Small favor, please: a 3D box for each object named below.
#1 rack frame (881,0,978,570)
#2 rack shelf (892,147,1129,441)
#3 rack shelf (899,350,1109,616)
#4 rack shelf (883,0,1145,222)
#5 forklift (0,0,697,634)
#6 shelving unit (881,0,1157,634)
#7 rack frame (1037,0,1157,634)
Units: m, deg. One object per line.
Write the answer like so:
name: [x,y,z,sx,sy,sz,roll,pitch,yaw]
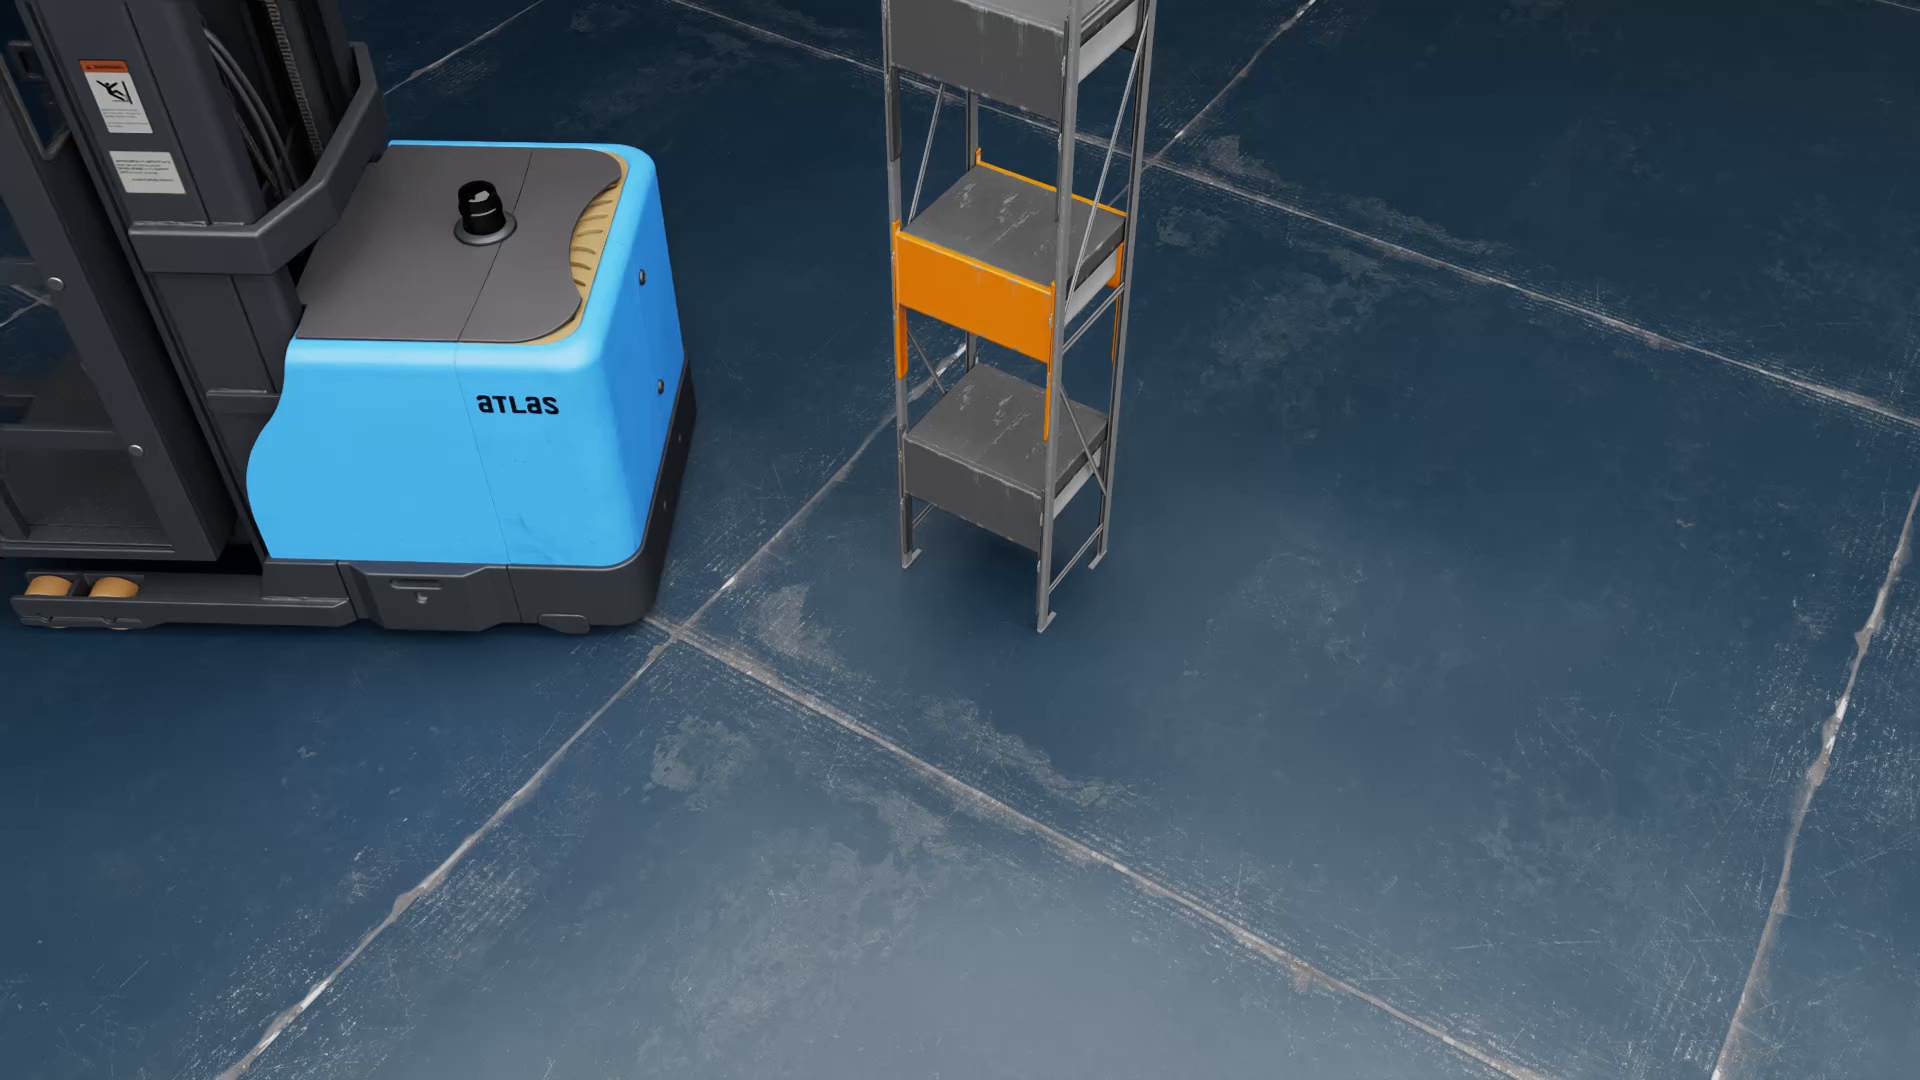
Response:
rack frame: [-0.066,-0.762,4.526,0.015,2.100,0.400,25,51,22]
rack shelf: [0.139,-0.658,4.444,0.480,0.518,0.431,25,51,22]
rack shelf: [0.139,-0.170,4.946,0.480,0.518,0.431,25,51,22]
rack shelf: [0.139,-1.146,3.942,0.480,0.518,0.431,25,51,22]
forklift: [-2.409,-1.130,4.305,3.031,2.935,1.130,1,46,1]
shelving unit: [0.139,-0.668,4.435,0.503,2.100,0.431,25,51,22]
rack frame: [0.345,-0.573,4.343,0.015,2.100,0.400,25,51,22]
